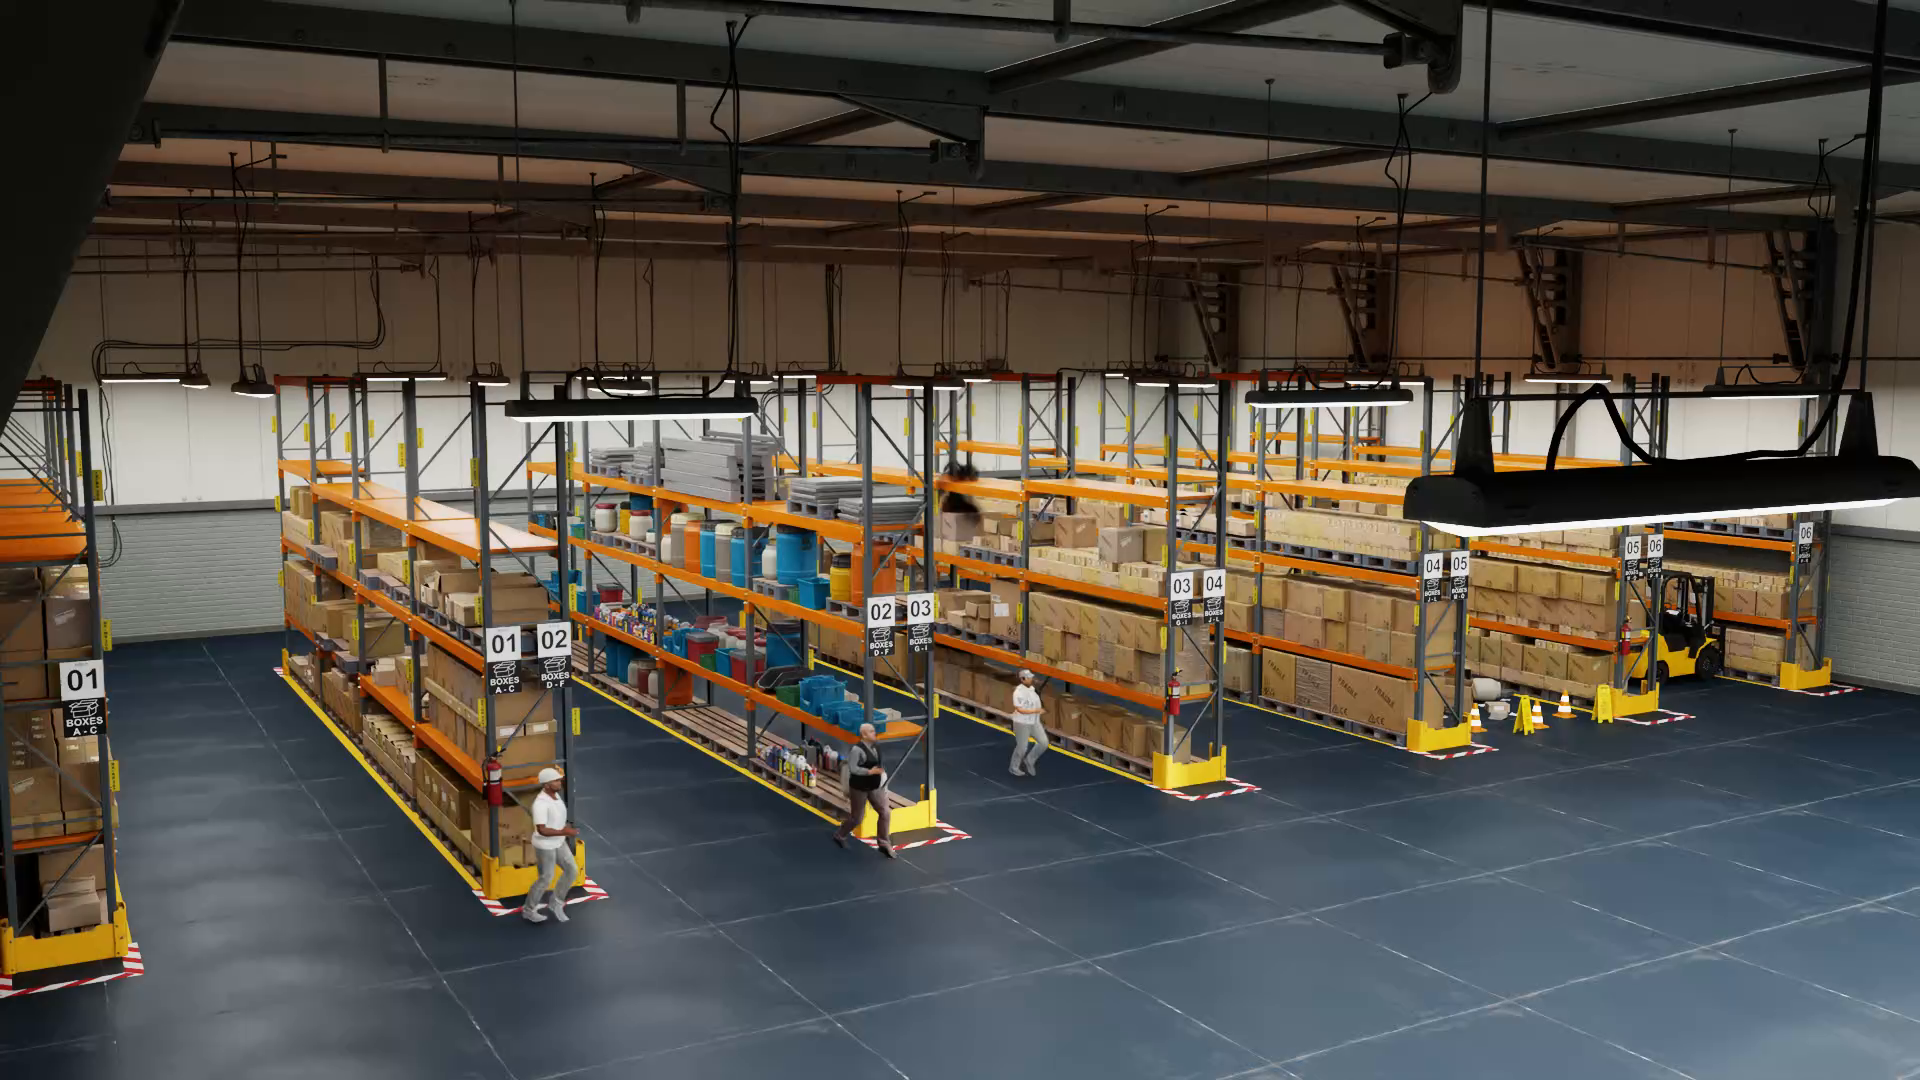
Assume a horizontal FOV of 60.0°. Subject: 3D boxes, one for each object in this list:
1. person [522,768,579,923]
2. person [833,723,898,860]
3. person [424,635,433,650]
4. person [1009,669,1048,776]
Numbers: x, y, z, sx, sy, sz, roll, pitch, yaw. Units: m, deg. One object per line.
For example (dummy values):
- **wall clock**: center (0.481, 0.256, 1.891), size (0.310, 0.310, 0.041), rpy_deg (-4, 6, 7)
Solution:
- **person**: center (-4.557, 3.440, 18.626), size (0.715, 1.815, 0.733), rpy_deg (1, 6, 8)
- **person**: center (-1.230, 3.185, 21.111), size (0.886, 1.757, 0.678), rpy_deg (4, 7, 33)
- **person**: center (-10.659, 1.862, 33.307), size (0.637, 1.694, 0.804), rpy_deg (-5, 8, -40)
- **person**: center (1.033, 2.766, 25.088), size (0.634, 1.648, 0.579), rpy_deg (5, 8, 40)
